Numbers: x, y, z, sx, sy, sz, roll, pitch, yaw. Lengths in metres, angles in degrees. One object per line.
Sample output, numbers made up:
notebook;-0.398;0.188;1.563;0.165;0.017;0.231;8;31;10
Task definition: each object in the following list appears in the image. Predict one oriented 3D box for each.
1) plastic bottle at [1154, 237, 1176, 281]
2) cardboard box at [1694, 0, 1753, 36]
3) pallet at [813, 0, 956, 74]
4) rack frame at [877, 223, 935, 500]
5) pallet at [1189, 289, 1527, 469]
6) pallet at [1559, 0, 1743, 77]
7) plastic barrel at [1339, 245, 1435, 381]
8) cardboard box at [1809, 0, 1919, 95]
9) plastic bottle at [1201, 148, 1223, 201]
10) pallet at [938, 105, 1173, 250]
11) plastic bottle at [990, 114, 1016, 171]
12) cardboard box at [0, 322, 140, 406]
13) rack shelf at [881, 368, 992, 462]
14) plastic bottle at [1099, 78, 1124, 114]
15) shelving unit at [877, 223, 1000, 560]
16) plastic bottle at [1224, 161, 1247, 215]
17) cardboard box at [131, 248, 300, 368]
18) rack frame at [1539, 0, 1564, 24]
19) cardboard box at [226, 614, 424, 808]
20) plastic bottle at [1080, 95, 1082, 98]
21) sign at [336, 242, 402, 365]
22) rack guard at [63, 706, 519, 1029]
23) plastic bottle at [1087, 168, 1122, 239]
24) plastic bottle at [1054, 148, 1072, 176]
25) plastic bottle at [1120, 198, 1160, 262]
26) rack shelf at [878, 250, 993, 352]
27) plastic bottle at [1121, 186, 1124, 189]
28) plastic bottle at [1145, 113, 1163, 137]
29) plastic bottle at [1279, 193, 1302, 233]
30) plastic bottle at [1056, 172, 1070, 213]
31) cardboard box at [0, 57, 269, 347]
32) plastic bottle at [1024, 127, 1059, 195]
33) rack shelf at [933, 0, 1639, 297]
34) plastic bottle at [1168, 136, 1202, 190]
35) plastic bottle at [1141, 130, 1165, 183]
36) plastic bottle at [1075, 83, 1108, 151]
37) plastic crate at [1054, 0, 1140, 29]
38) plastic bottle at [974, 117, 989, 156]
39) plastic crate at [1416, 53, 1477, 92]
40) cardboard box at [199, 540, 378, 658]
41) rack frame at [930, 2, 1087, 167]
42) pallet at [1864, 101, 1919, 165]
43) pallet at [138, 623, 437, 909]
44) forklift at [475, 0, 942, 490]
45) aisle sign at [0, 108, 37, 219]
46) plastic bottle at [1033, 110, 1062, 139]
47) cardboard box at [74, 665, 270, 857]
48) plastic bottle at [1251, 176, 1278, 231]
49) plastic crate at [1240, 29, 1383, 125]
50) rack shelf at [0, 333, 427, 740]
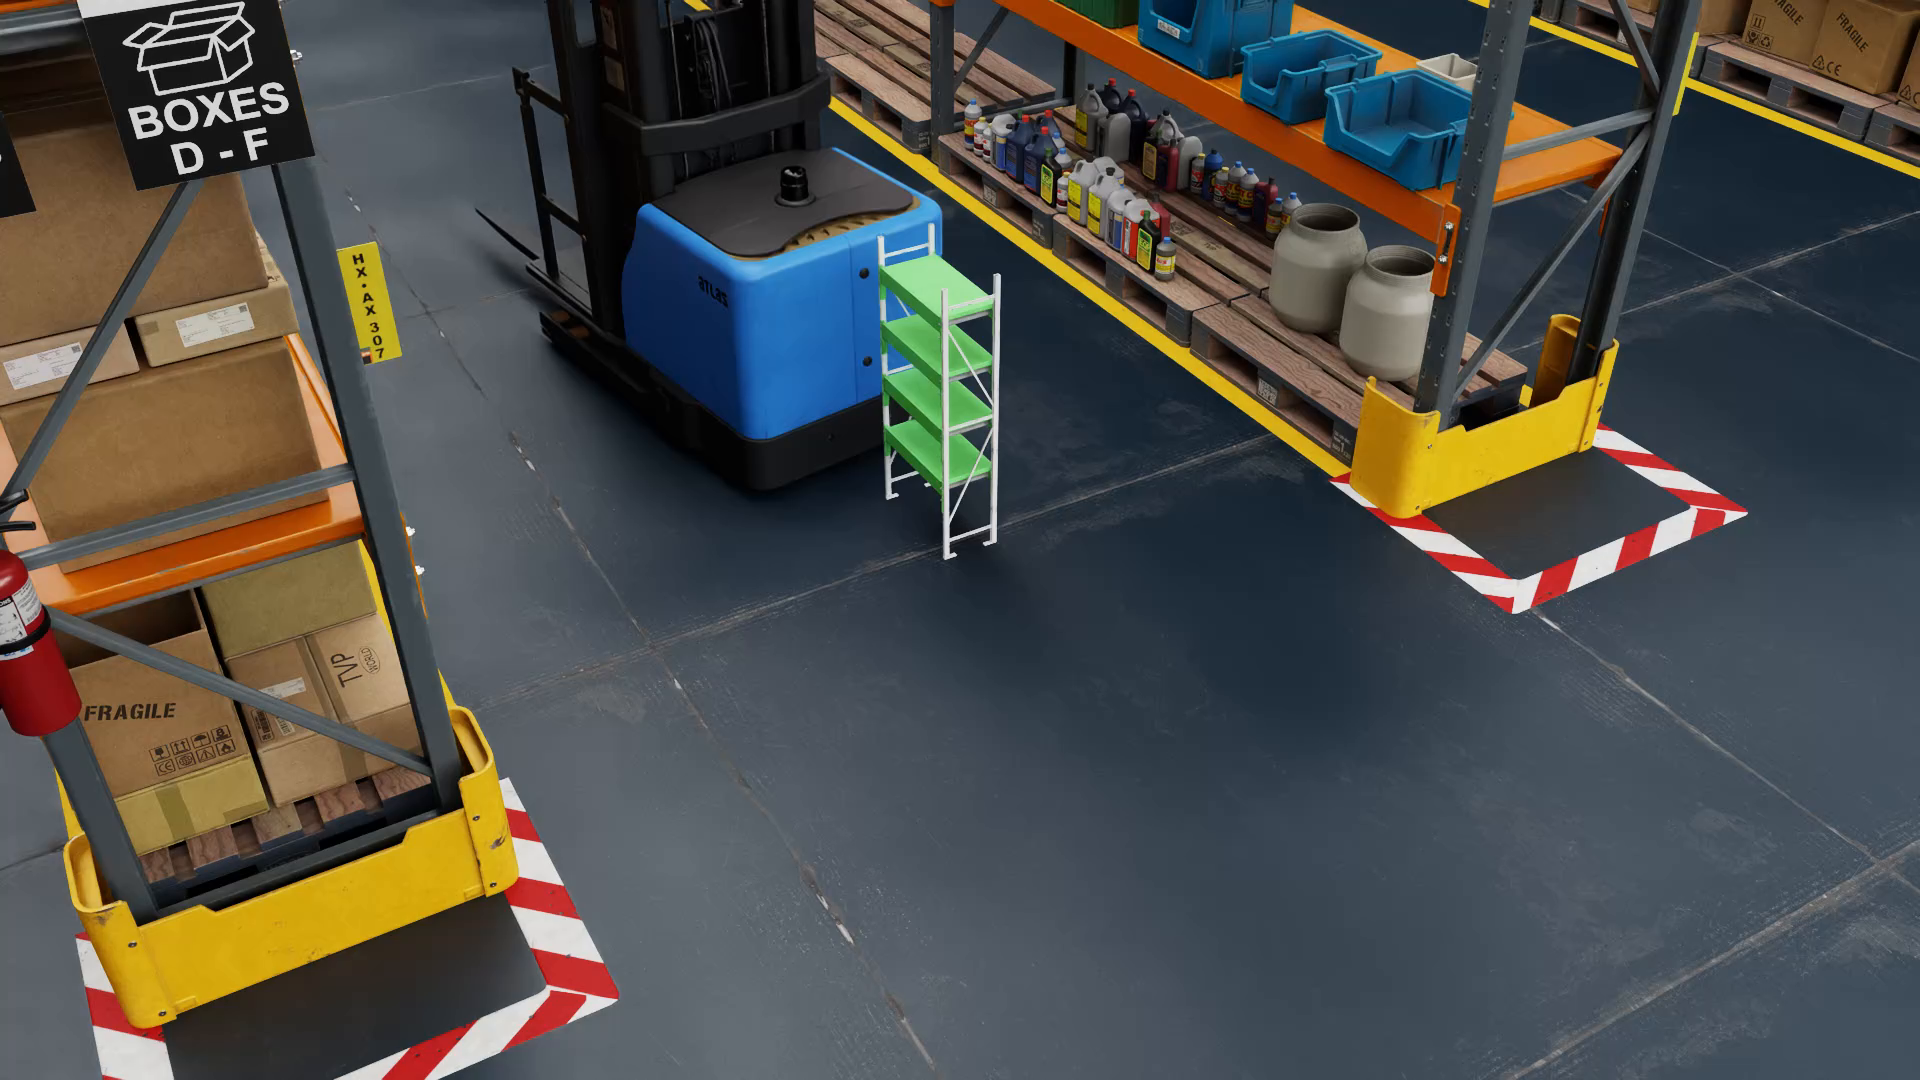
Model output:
plastic bottle;1.000;-1.375;8.089;0.097;0.201;0.097;0;36;0
cardboard box;5.036;-3.683;11.013;0.500;0.500;0.500;-7;37;-9
pallet;-0.753;-3.447;11.290;1.003;0.211;1.213;-19;40;-24
rack frame;-0.206;-0.693;6.682;0.240;1.200;0.015;-19;40;-24
pallet;1.820;-0.836;7.715;1.003;0.211;1.213;-19;40;-24
pallet;4.943;-3.570;11.460;1.003;0.211;1.213;-19;40;-24
plastic barrel;1.905;-0.999;7.328;0.421;0.512;0.421;0;36;0
cardboard box;5.657;-3.092;10.203;0.500;0.500;0.500;-15;39;-20
plastic bottle;1.336;-1.943;8.807;0.097;0.271;0.097;0;36;0
pallet;0.594;-2.080;9.419;1.003;0.211;1.213;-19;40;-24
plastic bottle;0.260;-2.189;9.141;0.152;0.276;0.135;-17;40;-22
cardboard box;-2.339;-0.496;4.251;0.380;0.149;0.250;-20;40;-25
rack shelf;-0.083;-0.517;6.549;0.258;0.148;0.480;-19;40;-24
plastic bottle;0.865;-2.426;9.401;0.144;0.351;0.185;-20;41;-25
shelving unit;-0.083;-0.569;6.512;0.258;1.200;0.503;-19;40;-24
plastic bottle;1.438;-1.840;8.666;0.097;0.271;0.097;0;36;0
cardboard box;-1.993;-0.621;4.423;0.380;0.149;0.250;-19;40;-24
rack frame;4.575;-5.028;11.092;1.000;3.000;0.127;-19;40;-24
cardboard box;-2.060;0.546;5.434;0.500;0.250;0.500;-19;40;-24
plastic bottle;0.744;-2.516;9.651;0.097;0.201;0.097;0;36;0
sign;-1.500;-0.598;4.225;0.100;0.325;0.005;-19;40;-24
rack guard;-1.970;0.967;5.003;1.175;0.500;0.348;-19;40;-24
plastic bottle;0.741;-1.726;8.443;0.144;0.351;0.185;-17;40;-22
plastic bottle;0.540;-1.942;8.806;0.097;0.271;0.097;0;36;0
plastic bottle;0.897;-1.542;8.254;0.152;0.276;0.135;-19;40;-24
rack shelf;-0.083;-0.905;6.266;0.258;0.148;0.480;-19;40;-24
plastic bottle;0.824;-1.724;8.567;0.097;0.201;0.097;0;36;0
plastic bottle;1.080;-2.230;9.190;0.061;0.283;0.133;-16;39;-21
plastic bottle;1.661;-1.614;8.357;0.097;0.271;0.097;0;36;0
plastic bottle;0.556;-1.826;8.707;0.097;0.201;0.097;0;36;0
cardboard box;-2.233;-0.888;4.238;0.700;0.500;0.500;-19;40;-24
plastic bottle;0.434;-2.038;8.870;0.144;0.351;0.185;-21;41;-26
rack shelf;1.297;-2.250;7.898;1.077;0.370;4.000;-19;40;-24
plastic bottle;1.202;-2.049;8.948;0.152;0.276;0.135;-18;40;-23
plastic bottle;1.048;-2.092;9.002;0.061;0.283;0.133;-19;40;-24
plastic bottle;0.741;-2.383;9.342;0.144;0.351;0.185;-19;40;-24
plastic crate;0.730;-2.699;8.082;0.450;0.188;0.662;-19;40;-24
plastic bottle;0.125;-2.264;9.306;0.097;0.201;0.097;0;36;0
plastic crate;2.131;-1.966;7.122;0.298;0.136;0.250;-19;40;-24
cardboard box;-2.312;-0.011;5.561;0.500;0.500;0.500;-19;40;-24
rack frame;0.293;-3.561;9.082;1.000;3.000;0.127;-19;40;-24
pallet;6.169;-2.326;9.756;1.003;0.211;1.213;-19;40;-24
pallet;-2.403;0.693;5.622;1.003;0.211;1.213;-19;40;-24
forklift;-1.367;-2.199;7.275;1.130;2.935;3.031;-25;43;-30
aisle sign;-2.203;-0.984;3.350;0.394;0.787;0.004;-19;40;-24
plastic bottle;0.464;-2.177;9.060;0.144;0.351;0.185;-19;40;-24
cardboard box;-2.507;0.700;5.224;0.500;0.250;0.500;-19;40;-24
plastic bottle;1.563;-1.739;8.518;0.061;0.283;0.133;-18;40;-23
plastic crate;1.471;-1.960;7.017;0.499;0.251;0.408;-19;40;-24
rack shelf;-2.987;-0.785;5.891;1.077;0.370;4.000;-19;40;-24
